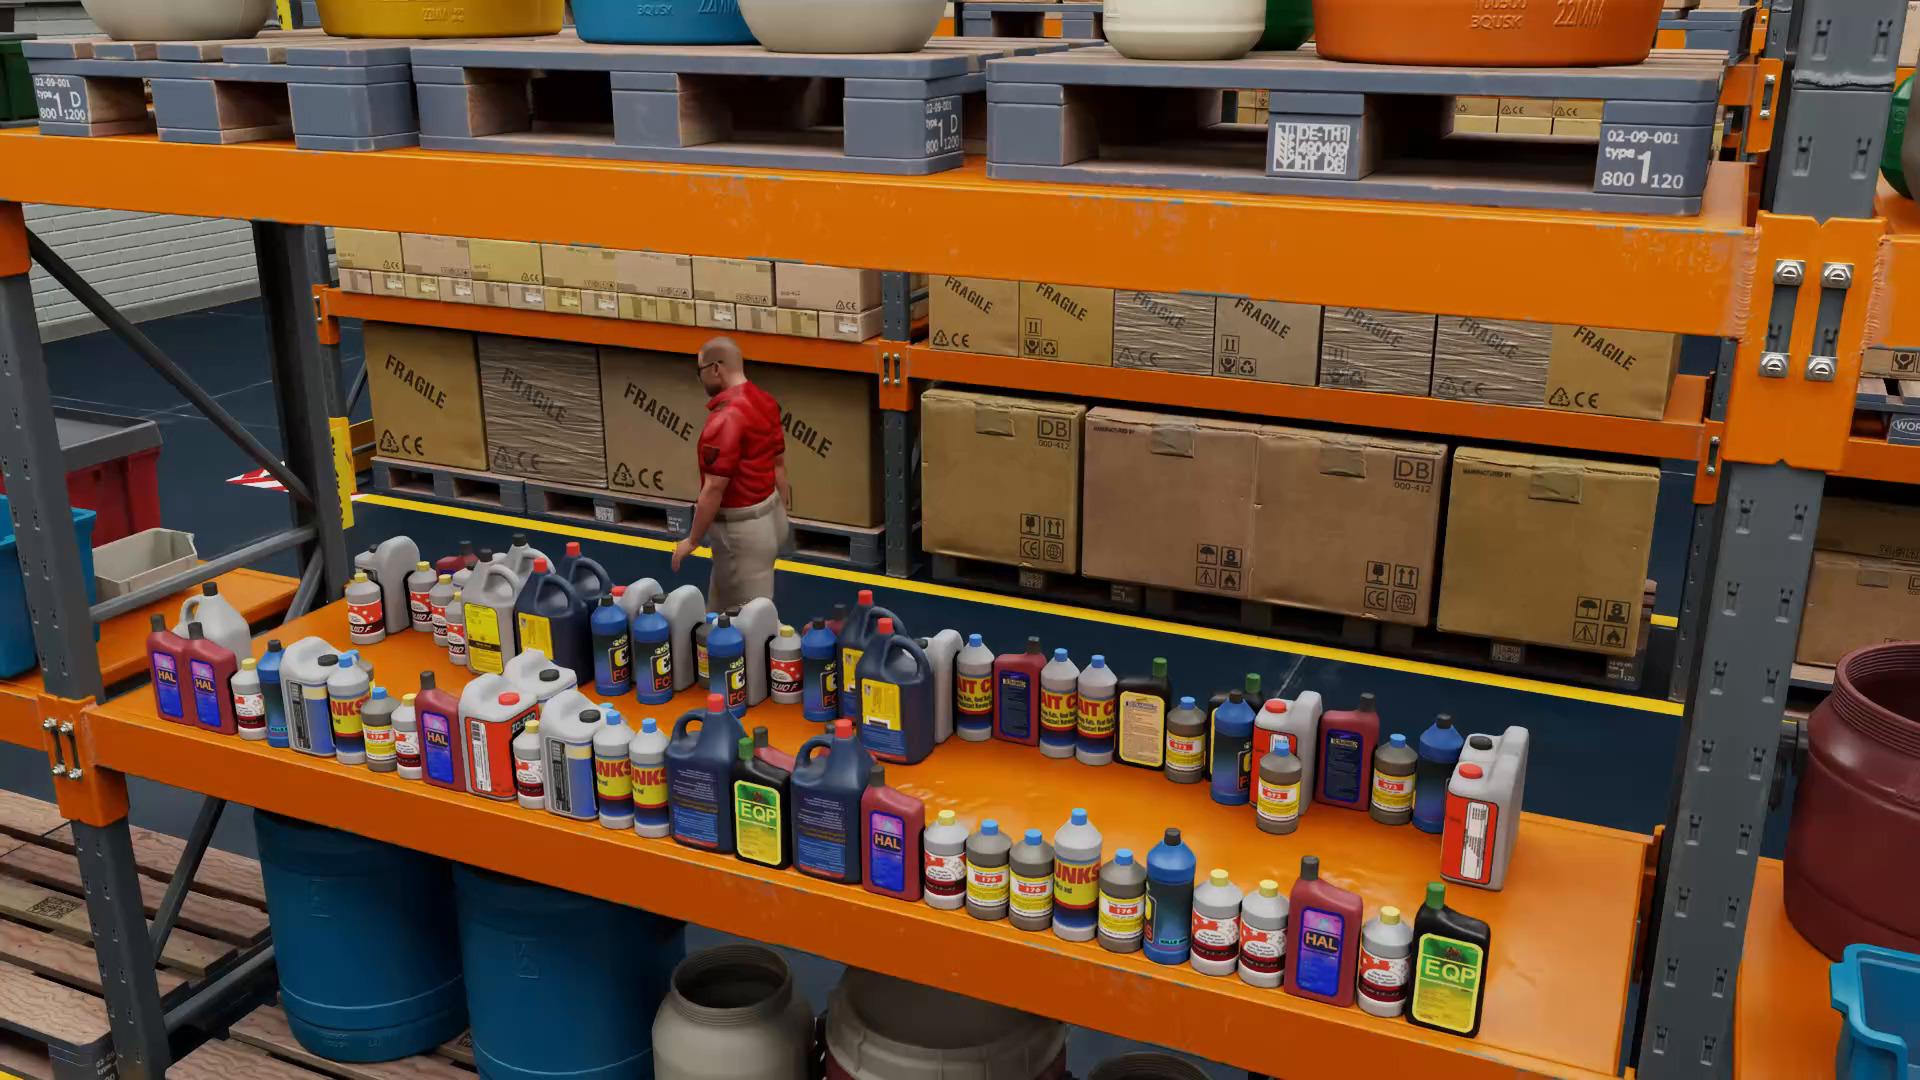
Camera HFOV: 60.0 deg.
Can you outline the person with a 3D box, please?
[{"bbox_3d":[-0.945,-0.032,7.163,0.957,1.691,0.555,4,19,12],"label":"person"}]
